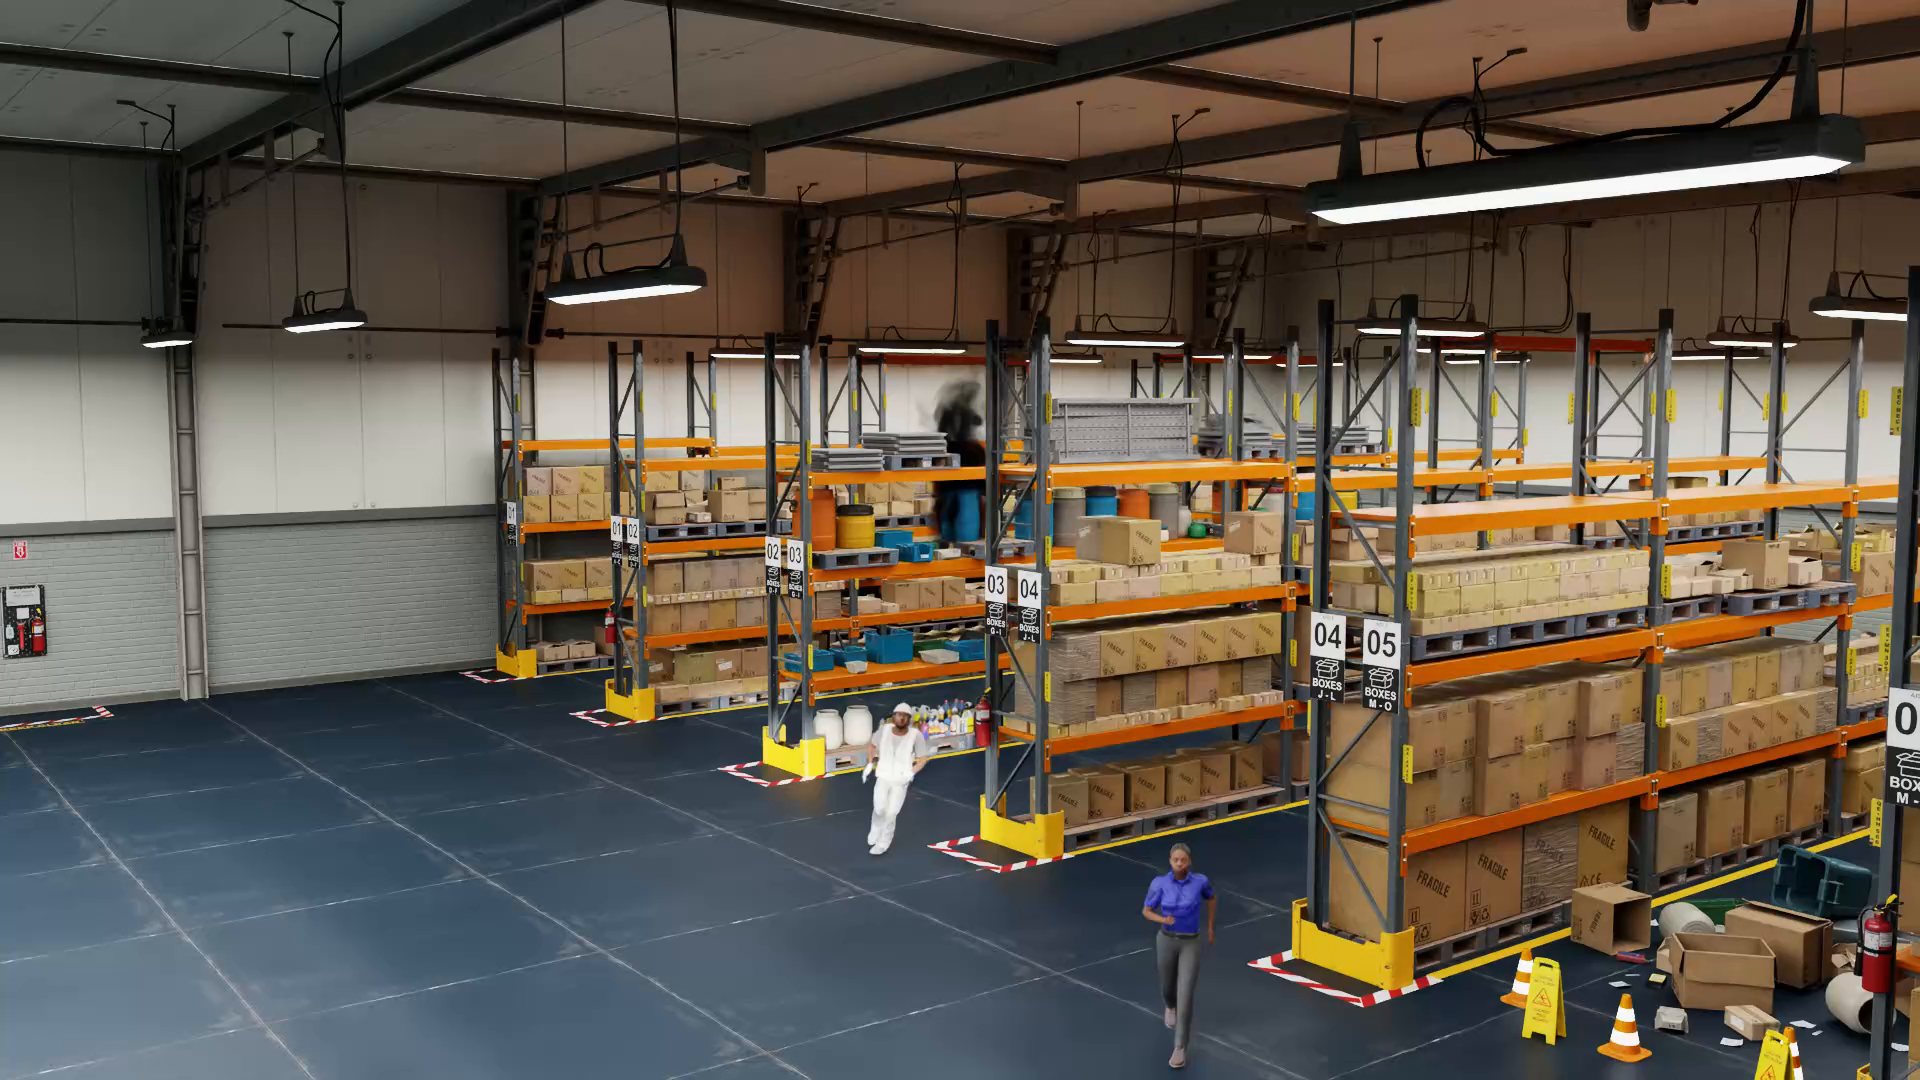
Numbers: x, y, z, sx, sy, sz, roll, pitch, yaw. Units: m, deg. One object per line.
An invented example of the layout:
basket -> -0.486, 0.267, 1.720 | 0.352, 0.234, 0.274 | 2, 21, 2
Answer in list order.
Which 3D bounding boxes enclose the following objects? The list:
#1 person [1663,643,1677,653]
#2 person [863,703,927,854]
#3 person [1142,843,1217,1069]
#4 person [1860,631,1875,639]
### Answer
person -> 10.149, 2.171, 24.156 | 0.585, 1.732, 0.652 | -4, 6, -37
person -> -0.738, 2.679, 18.571 | 0.729, 1.709, 0.581 | 1, 5, 6
person -> 1.719, 3.172, 13.039 | 0.572, 1.644, 0.933 | 1, 5, 10
person -> 13.407, 2.181, 24.524 | 0.936, 1.706, 0.583 | -3, 6, -32
